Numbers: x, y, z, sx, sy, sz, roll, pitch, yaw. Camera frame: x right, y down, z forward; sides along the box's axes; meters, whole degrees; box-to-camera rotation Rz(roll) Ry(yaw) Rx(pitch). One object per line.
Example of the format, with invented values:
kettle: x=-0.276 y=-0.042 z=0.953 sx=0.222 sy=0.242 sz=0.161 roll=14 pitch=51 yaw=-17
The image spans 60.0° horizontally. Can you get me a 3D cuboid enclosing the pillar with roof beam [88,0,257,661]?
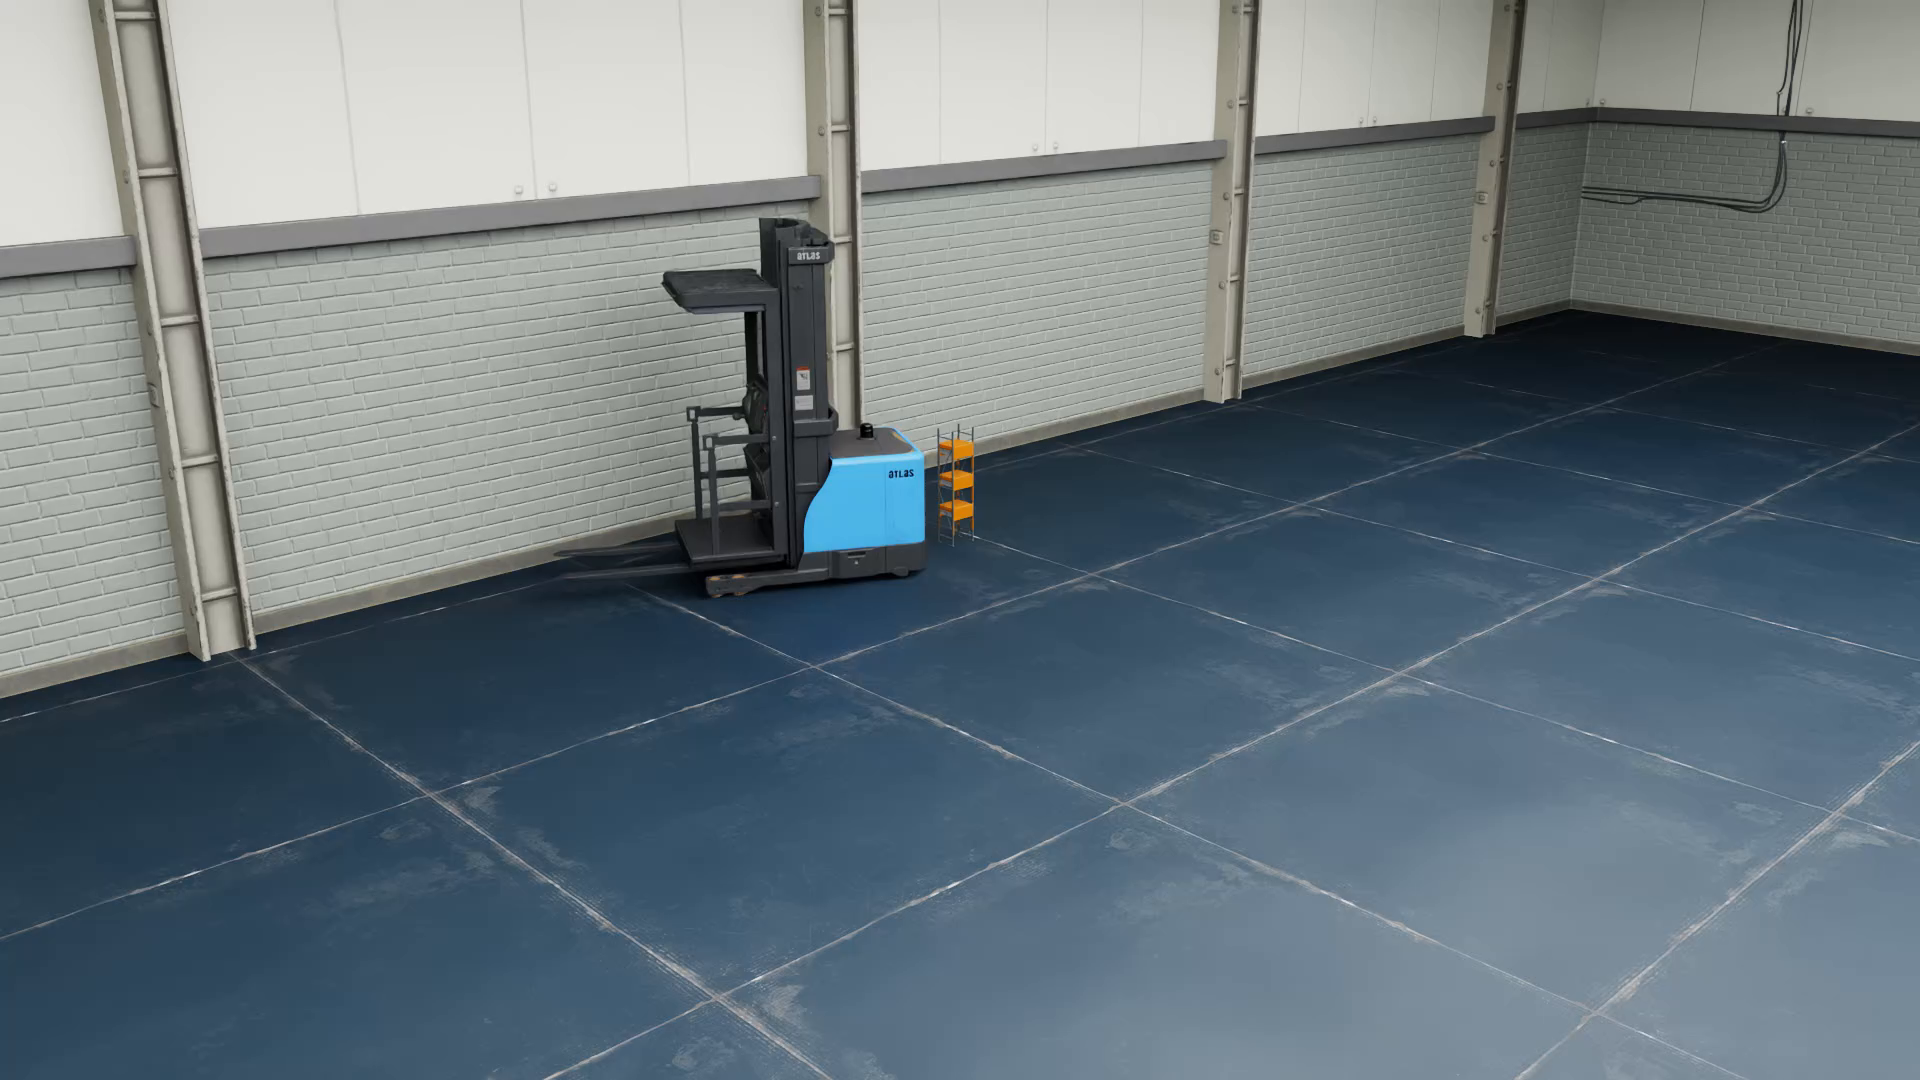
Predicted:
pillar with roof beam: x=-2.569 y=-2.498 z=8.100 sx=0.400 sy=9.000 sz=9.100 roll=-16 pitch=24 yaw=-41

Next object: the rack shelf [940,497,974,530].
rack shelf: x=-0.039 y=-0.214 z=14.877 sx=0.240 sy=0.259 sz=0.215 roll=-16 pitch=24 yaw=-41

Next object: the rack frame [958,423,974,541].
rack frame: x=0.050 y=-0.514 z=14.868 sx=0.008 sy=1.050 sz=0.200 roll=-16 pitch=24 yaw=-41

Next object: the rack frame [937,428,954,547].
rack frame: x=-0.127 y=-0.462 z=14.708 sx=0.008 sy=1.050 sz=0.200 roll=-16 pitch=24 yaw=-41

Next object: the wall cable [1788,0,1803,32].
wall cable: x=12.460 y=-7.924 z=21.681 sx=0.112 sy=2.526 sz=3.097 roll=-16 pitch=24 yaw=-41

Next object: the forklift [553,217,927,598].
forklift: x=-1.858 y=-1.106 z=13.644 sx=3.031 sy=2.935 sz=1.130 roll=-5 pitch=19 yaw=-16

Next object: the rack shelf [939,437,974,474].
rack shelf: x=-0.039 y=-0.748 z=14.704 sx=0.240 sy=0.259 sz=0.215 roll=-16 pitch=24 yaw=-41

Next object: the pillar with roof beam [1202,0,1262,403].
pillar with roof beam: x=6.150 y=-5.041 z=15.942 sx=0.400 sy=9.000 sz=9.100 roll=-16 pitch=24 yaw=-41

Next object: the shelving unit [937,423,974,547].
shelving unit: x=-0.039 y=-0.488 z=14.788 sx=0.252 sy=1.050 sz=0.215 roll=-16 pitch=24 yaw=-41

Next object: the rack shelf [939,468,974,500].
rack shelf: x=-0.039 y=-0.478 z=14.791 sx=0.240 sy=0.259 sz=0.215 roll=-16 pitch=24 yaw=-41

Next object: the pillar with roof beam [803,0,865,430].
pillar with roof beam: x=1.790 y=-3.770 z=12.021 sx=0.400 sy=9.000 sz=9.100 roll=-16 pitch=24 yaw=-41

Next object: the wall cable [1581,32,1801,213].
wall cable: x=10.601 y=-6.128 z=24.329 sx=0.112 sy=2.526 sz=3.097 roll=-16 pitch=24 yaw=-41

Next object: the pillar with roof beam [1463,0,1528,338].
pillar with roof beam: x=10.510 y=-6.312 z=19.863 sx=0.400 sy=9.000 sz=9.100 roll=-16 pitch=24 yaw=-41
